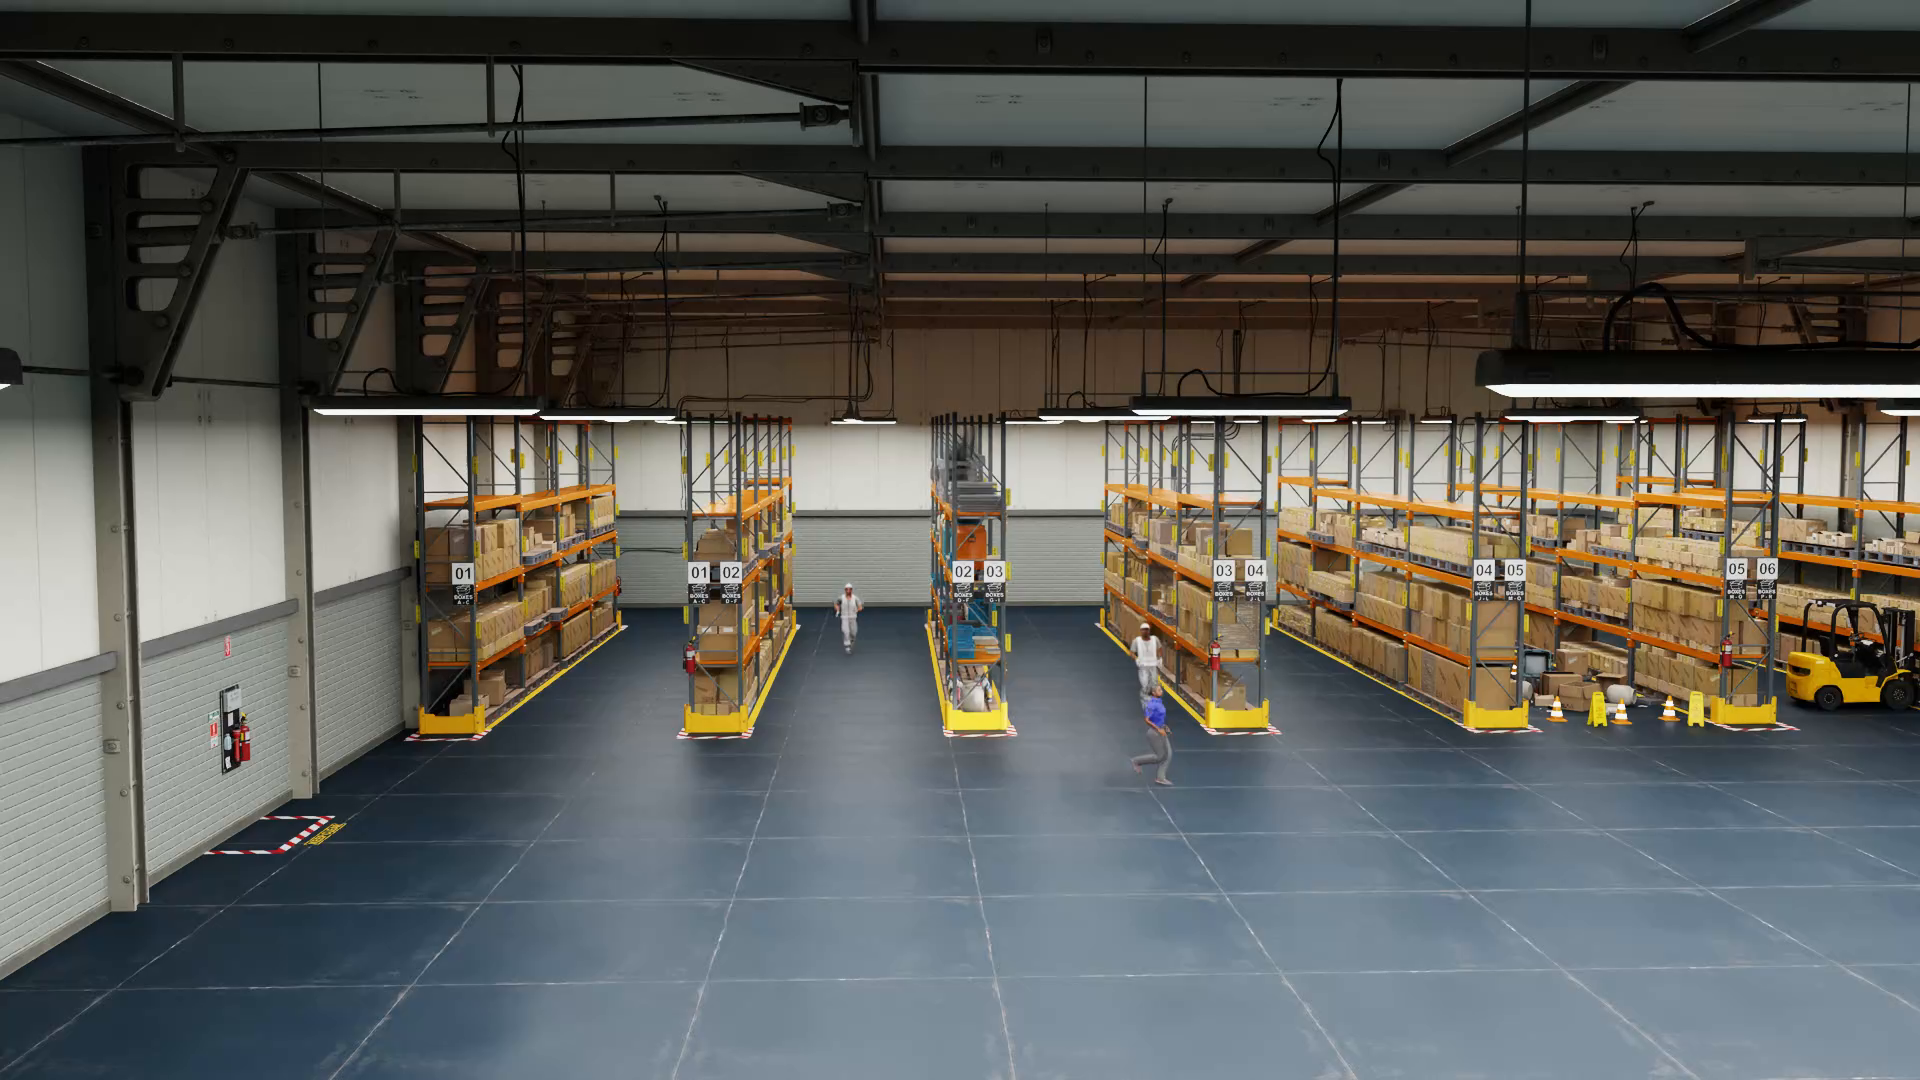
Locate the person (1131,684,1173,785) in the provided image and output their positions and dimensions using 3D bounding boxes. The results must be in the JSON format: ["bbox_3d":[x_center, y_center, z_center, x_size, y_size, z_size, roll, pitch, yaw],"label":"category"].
[{"bbox_3d":[3.102,3.118,26.699,0.668,1.617,0.584,1,4,21],"label":"person"}]

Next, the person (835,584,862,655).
[{"bbox_3d":[-2.799,1.990,41.836,0.669,1.765,0.928,-1,4,-9],"label":"person"}]

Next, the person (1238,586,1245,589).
[{"bbox_3d":[8.201,1.609,48.186,0.834,1.685,0.637,-3,5,-37],"label":"person"}]

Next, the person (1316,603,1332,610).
[{"bbox_3d":[10.814,1.518,49.101,0.813,1.743,0.652,0,4,-7],"label":"person"}]

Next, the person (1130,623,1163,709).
[{"bbox_3d":[3.794,2.559,33.738,0.689,1.739,0.530,0,4,-1],"label":"person"}]
